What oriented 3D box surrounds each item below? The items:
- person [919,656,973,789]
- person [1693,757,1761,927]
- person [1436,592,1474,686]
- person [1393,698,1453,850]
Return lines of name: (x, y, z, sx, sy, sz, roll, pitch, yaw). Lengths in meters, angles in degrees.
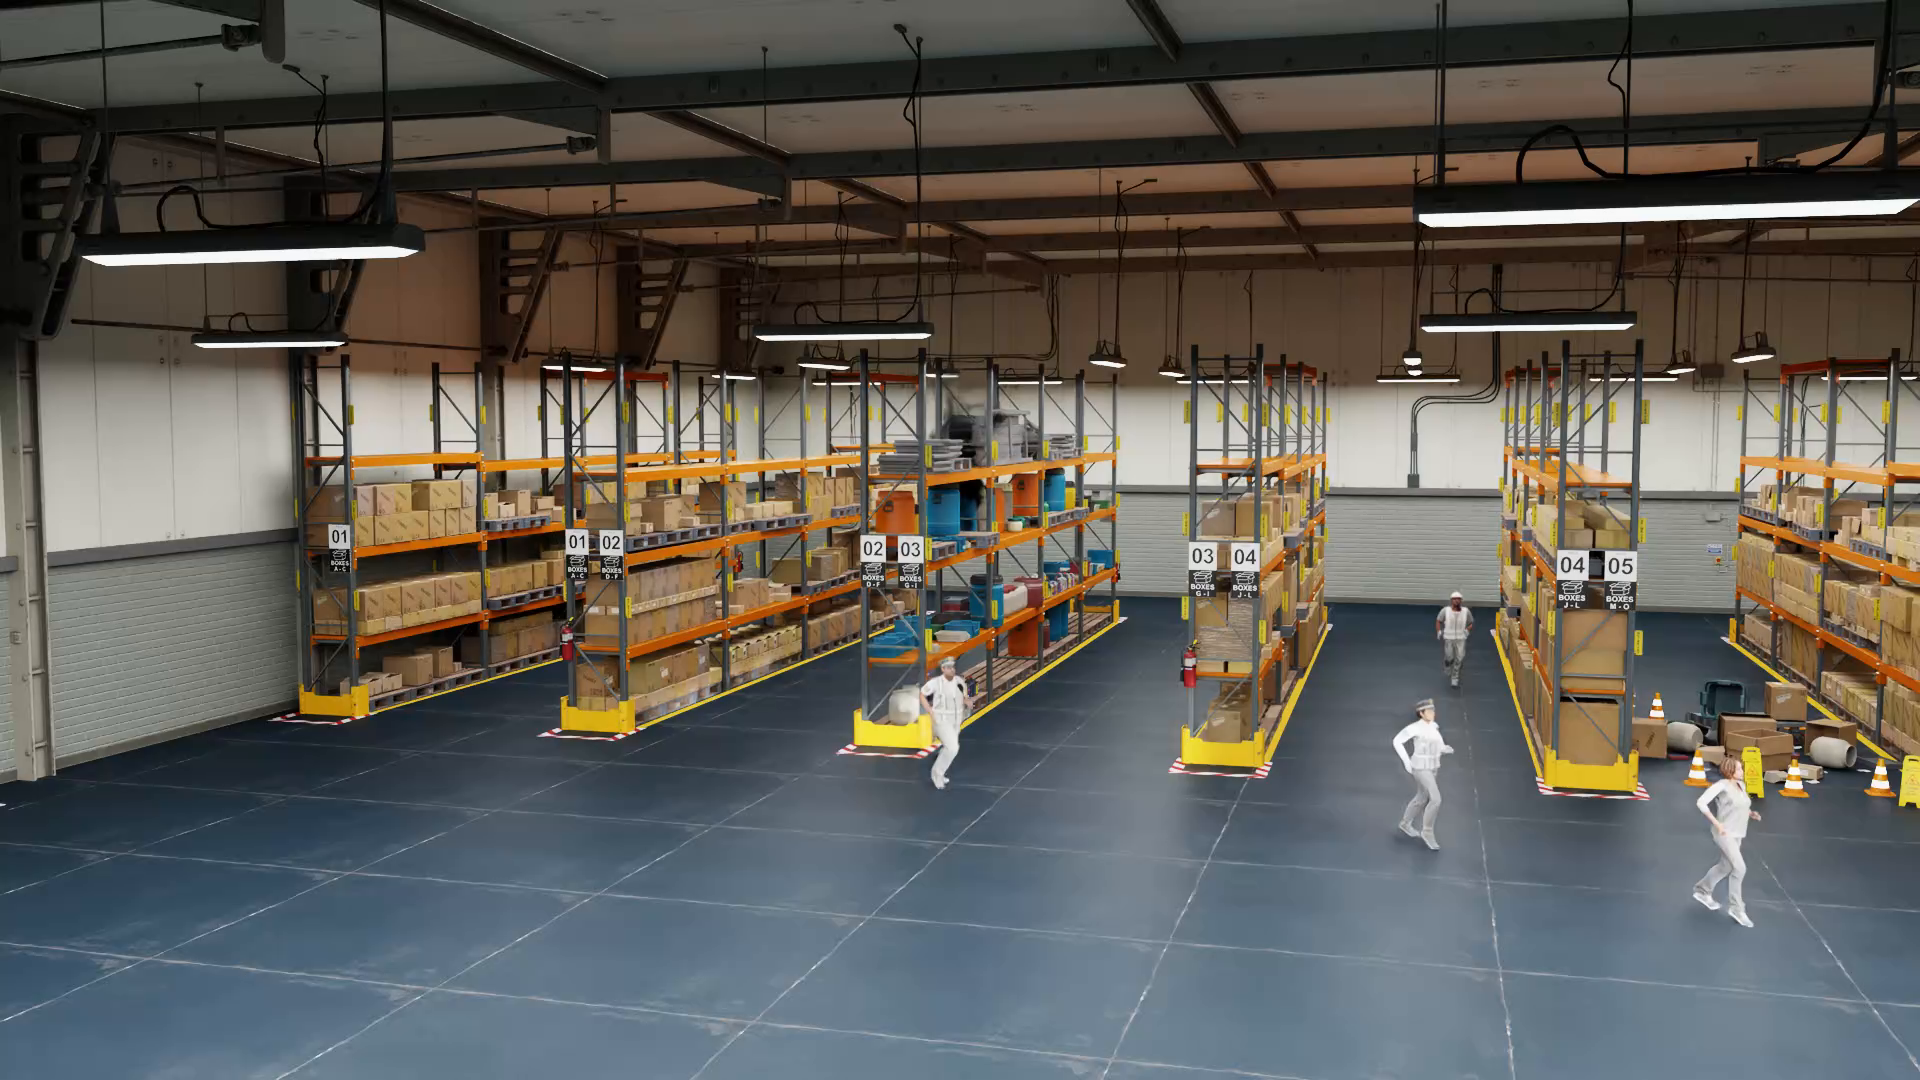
person: (-0.135, 2.459, 22.380, 0.631, 1.811, 0.700, -4, 6, -42)
person: (7.622, 2.979, 16.542, 0.535, 1.618, 0.655, -3, 5, -38)
person: (9.175, 1.830, 30.800, 0.686, 1.733, 0.599, 1, 4, 11)
person: (5.419, 2.709, 19.378, 0.578, 1.752, 0.726, -4, 6, -42)
